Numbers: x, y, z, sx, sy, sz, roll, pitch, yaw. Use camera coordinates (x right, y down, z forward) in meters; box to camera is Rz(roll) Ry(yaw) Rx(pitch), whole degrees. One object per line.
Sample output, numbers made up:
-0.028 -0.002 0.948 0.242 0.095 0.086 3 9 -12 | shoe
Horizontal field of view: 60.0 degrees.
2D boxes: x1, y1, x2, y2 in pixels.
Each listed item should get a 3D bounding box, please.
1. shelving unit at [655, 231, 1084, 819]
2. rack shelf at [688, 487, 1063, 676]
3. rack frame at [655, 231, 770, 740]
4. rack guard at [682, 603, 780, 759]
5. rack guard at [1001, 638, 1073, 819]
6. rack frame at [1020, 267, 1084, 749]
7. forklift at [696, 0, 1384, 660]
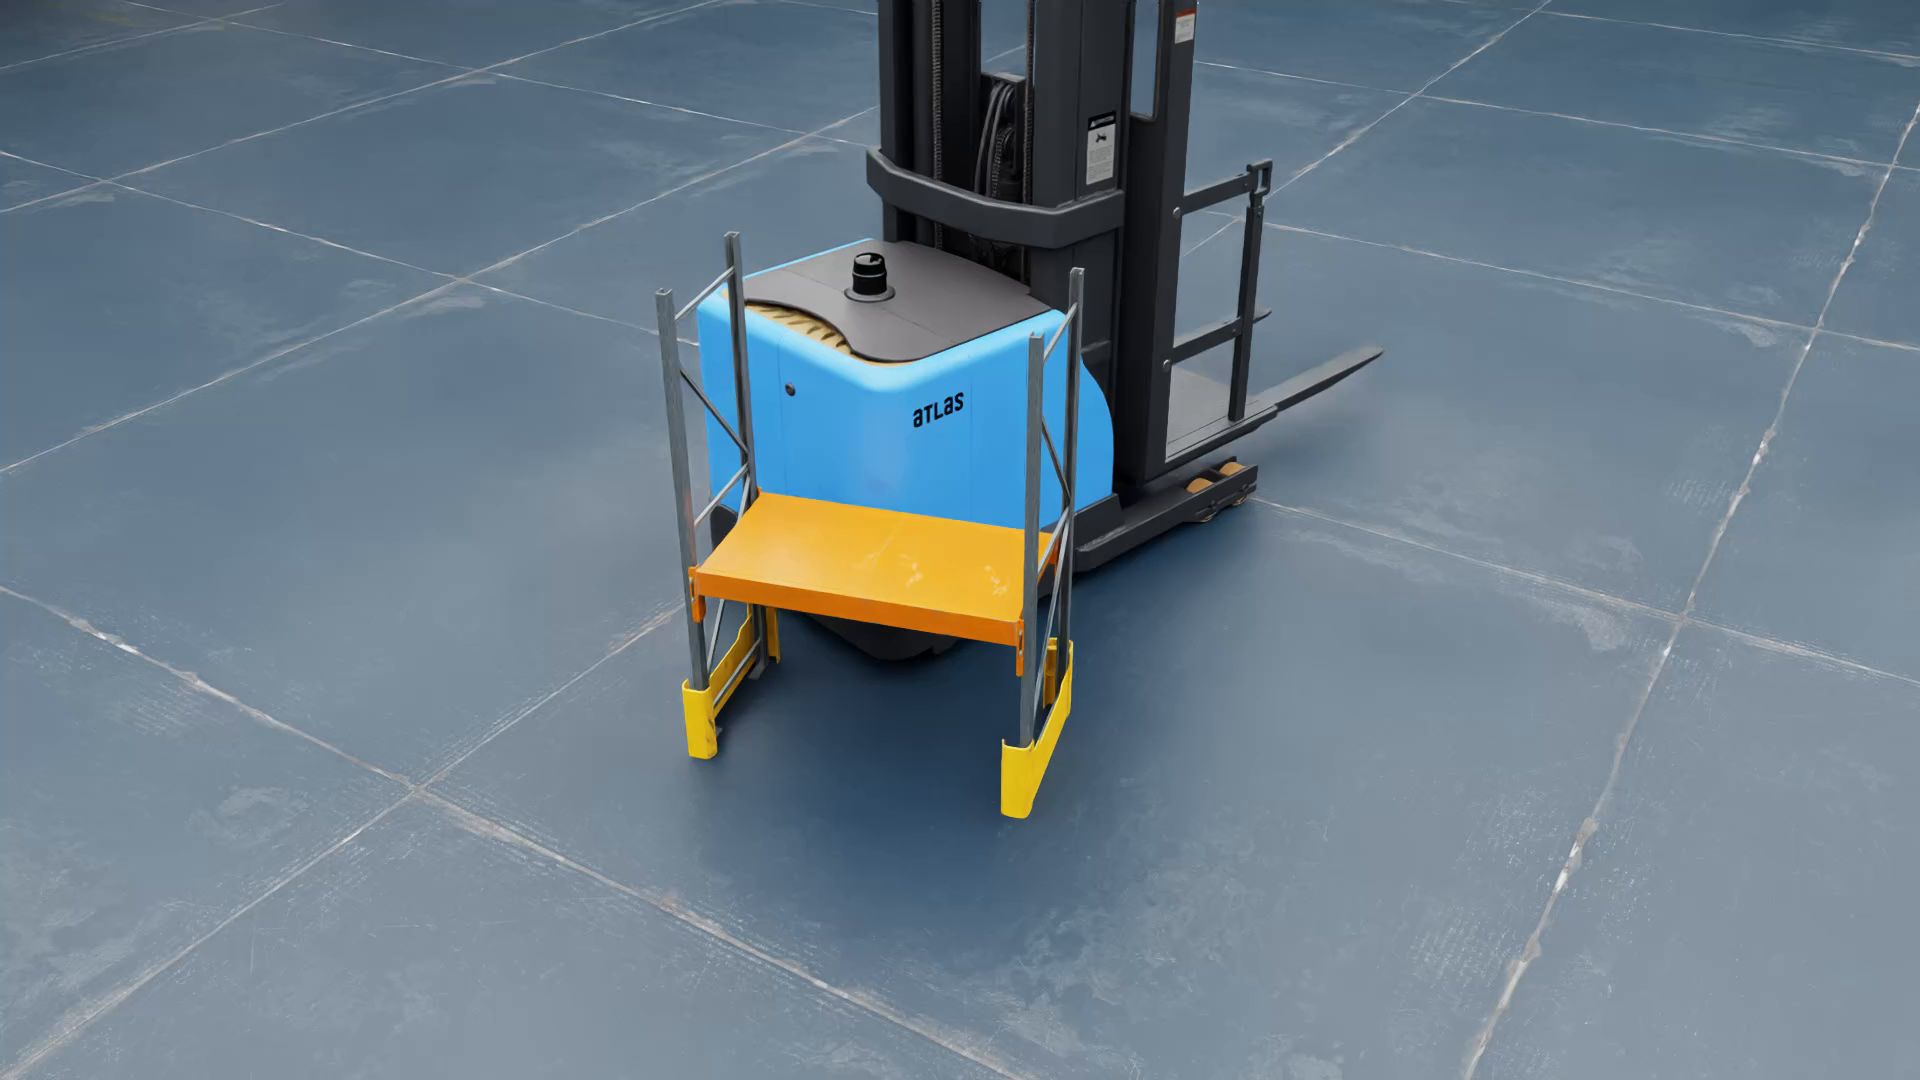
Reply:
-0.241 -0.050 4.847 1.083 1.500 0.587 8 31 14 | shelving unit
-0.233 0.107 4.936 1.000 0.185 0.538 8 31 14 | rack shelf
-0.720 -0.121 4.969 0.032 1.500 0.500 8 31 14 | rack frame
-0.719 0.419 5.283 0.087 0.250 0.587 8 31 14 | rack guard
0.237 0.561 5.041 0.087 0.250 0.587 8 31 14 | rack guard
0.255 0.023 4.721 0.032 1.500 0.500 8 31 14 | rack frame
0.518 -1.504 5.920 3.031 2.935 1.130 -25 39 -36 | forklift
